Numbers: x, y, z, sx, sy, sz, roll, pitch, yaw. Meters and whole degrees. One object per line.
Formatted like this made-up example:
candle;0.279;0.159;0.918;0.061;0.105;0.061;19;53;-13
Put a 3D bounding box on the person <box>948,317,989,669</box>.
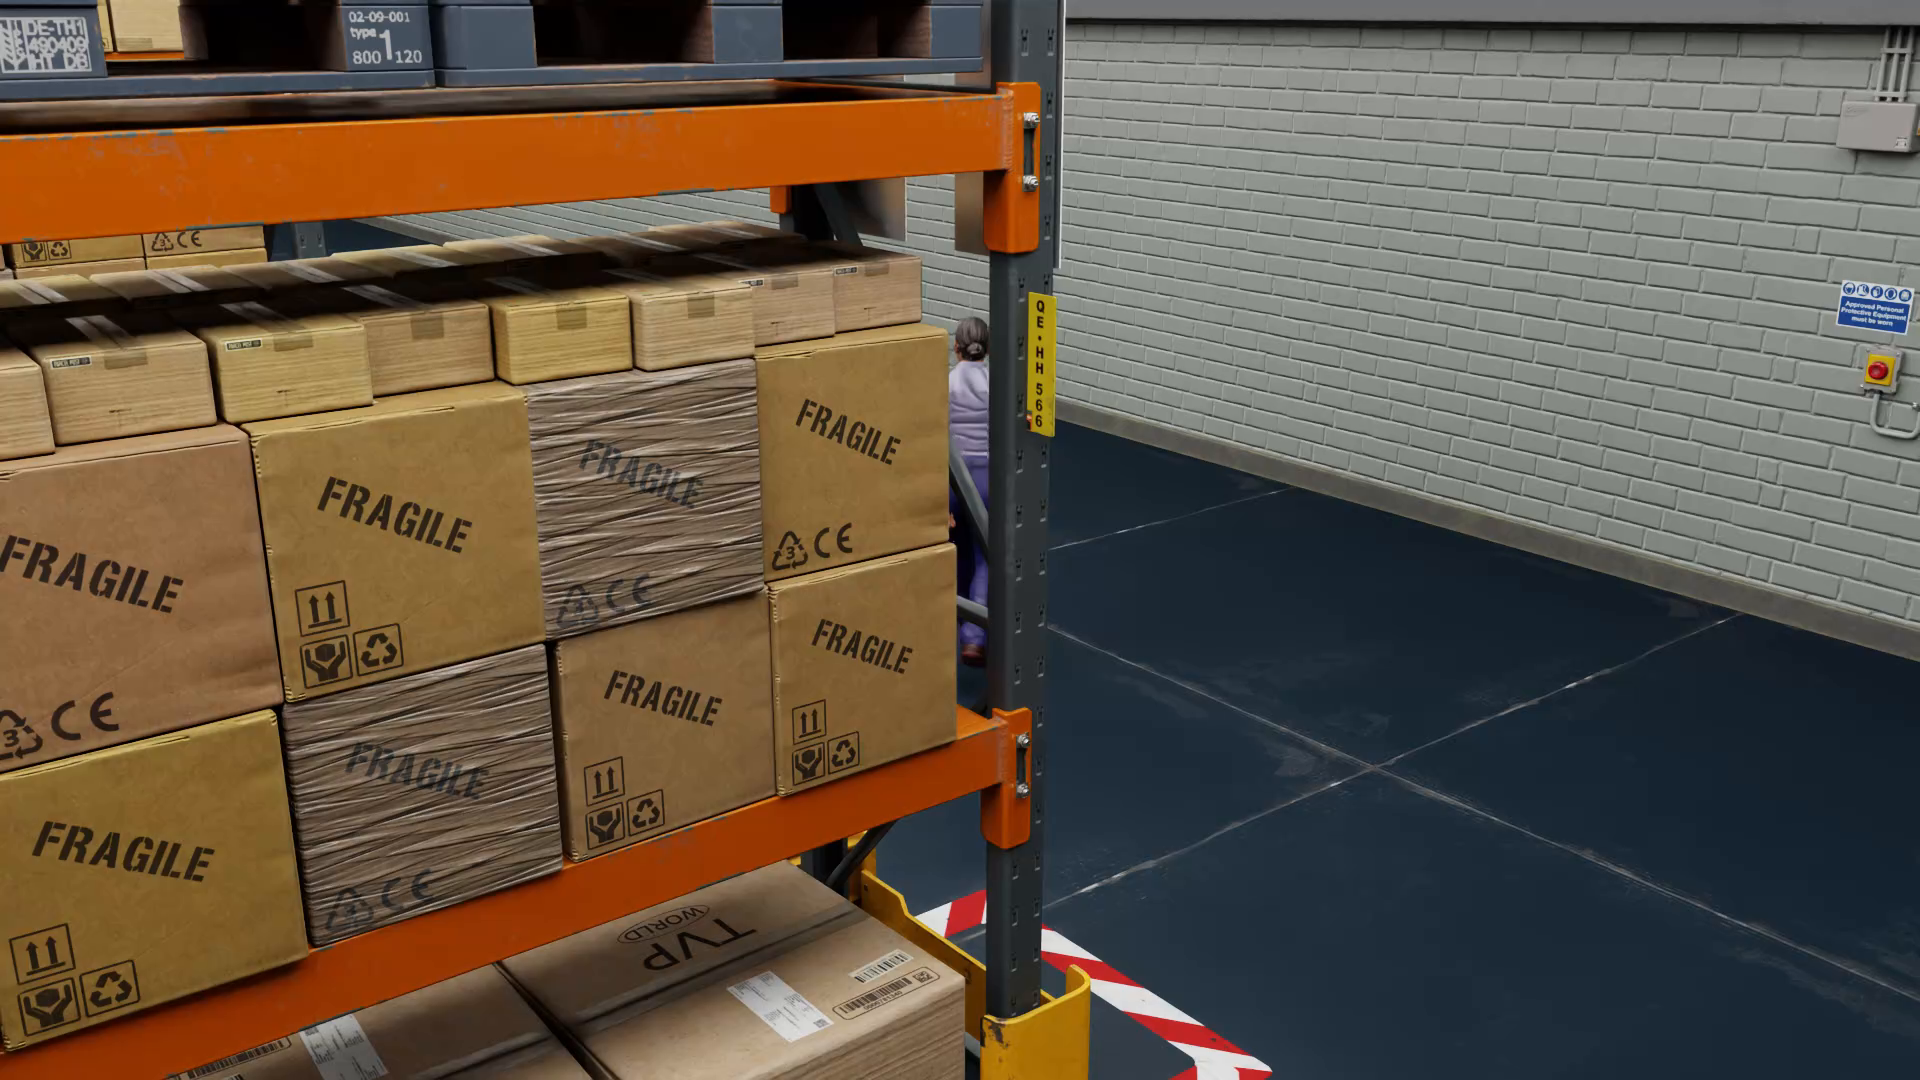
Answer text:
person;0.058;-0.227;7.784;0.450;1.610;0.981;4;18;12
